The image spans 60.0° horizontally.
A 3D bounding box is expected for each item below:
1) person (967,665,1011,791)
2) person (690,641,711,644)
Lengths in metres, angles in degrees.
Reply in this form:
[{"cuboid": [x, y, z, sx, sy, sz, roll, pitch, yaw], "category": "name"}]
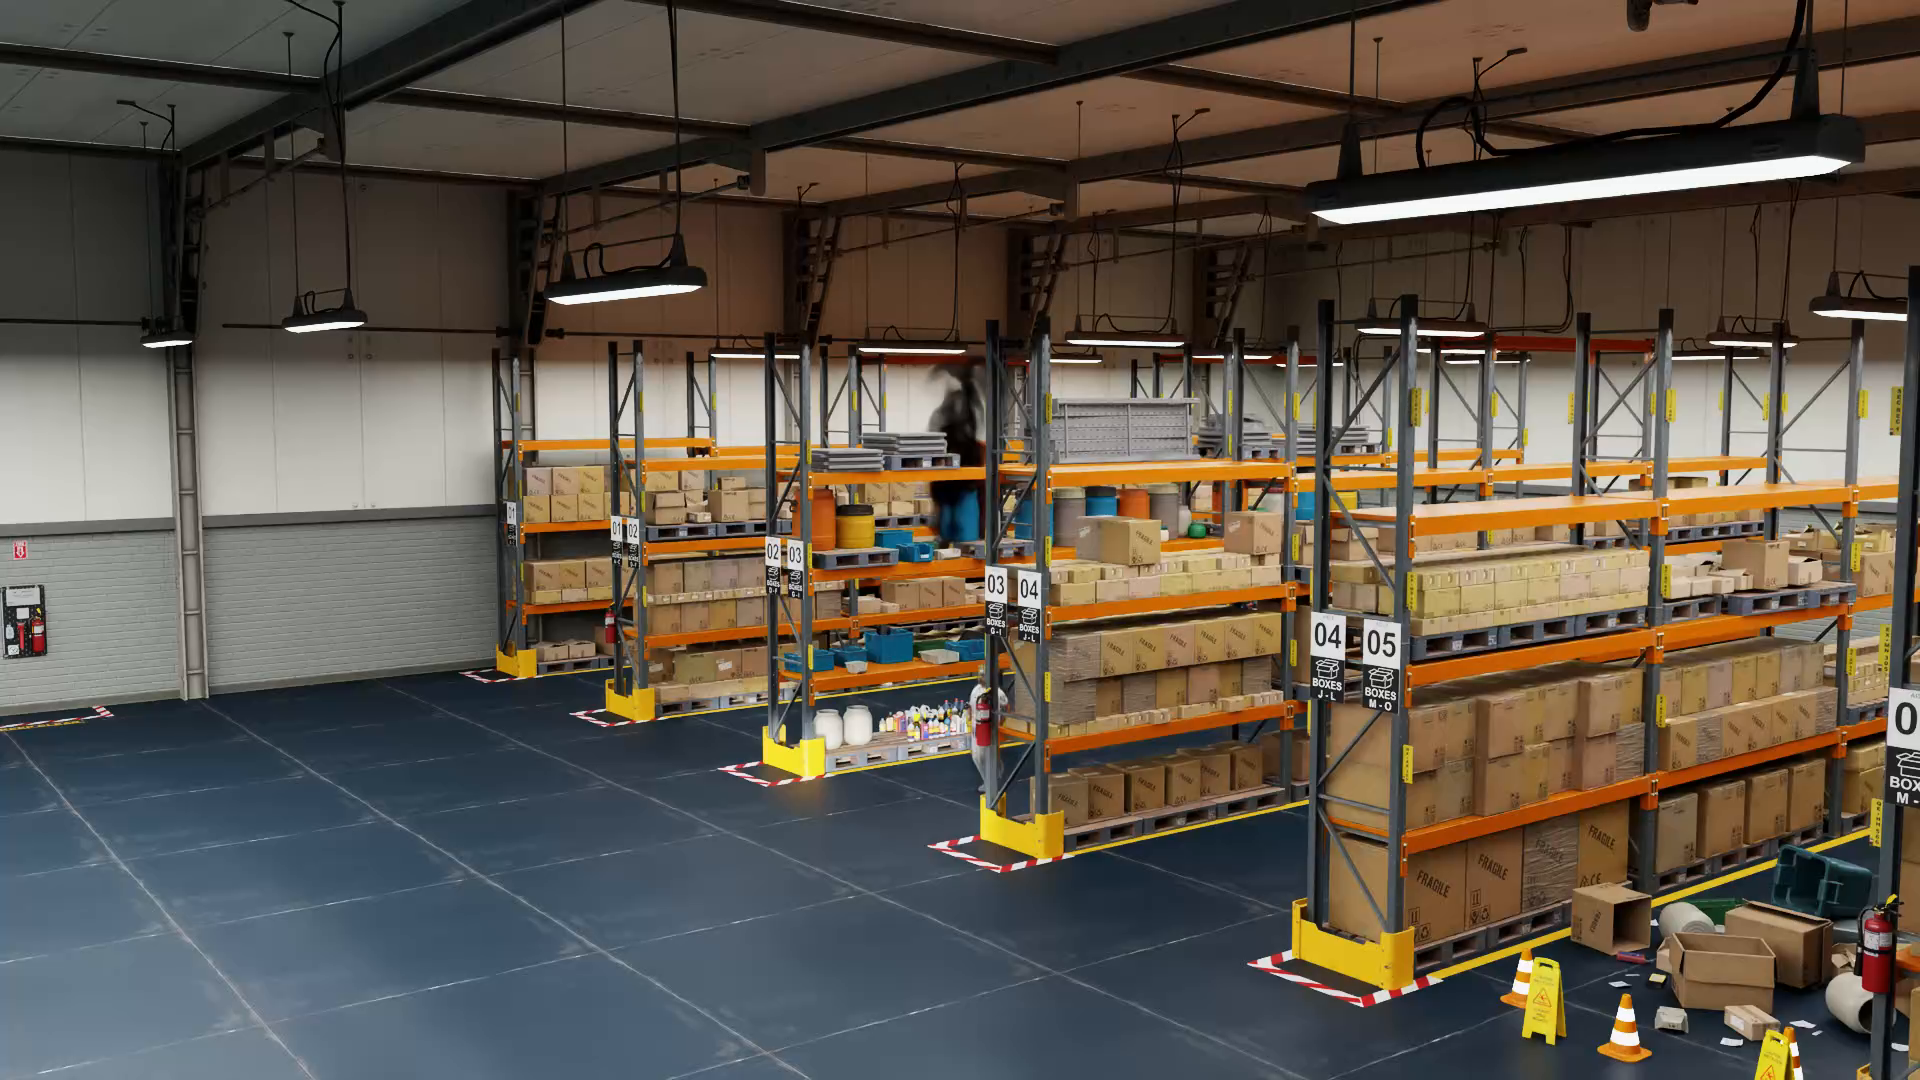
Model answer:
[{"cuboid": [0.312, 2.444, 21.639, 0.570, 1.661, 0.554, 4, 6, 36], "category": "person"}, {"cuboid": [-4.678, 1.615, 30.174, 0.705, 1.802, 1.047, 4, 7, 42], "category": "person"}]
